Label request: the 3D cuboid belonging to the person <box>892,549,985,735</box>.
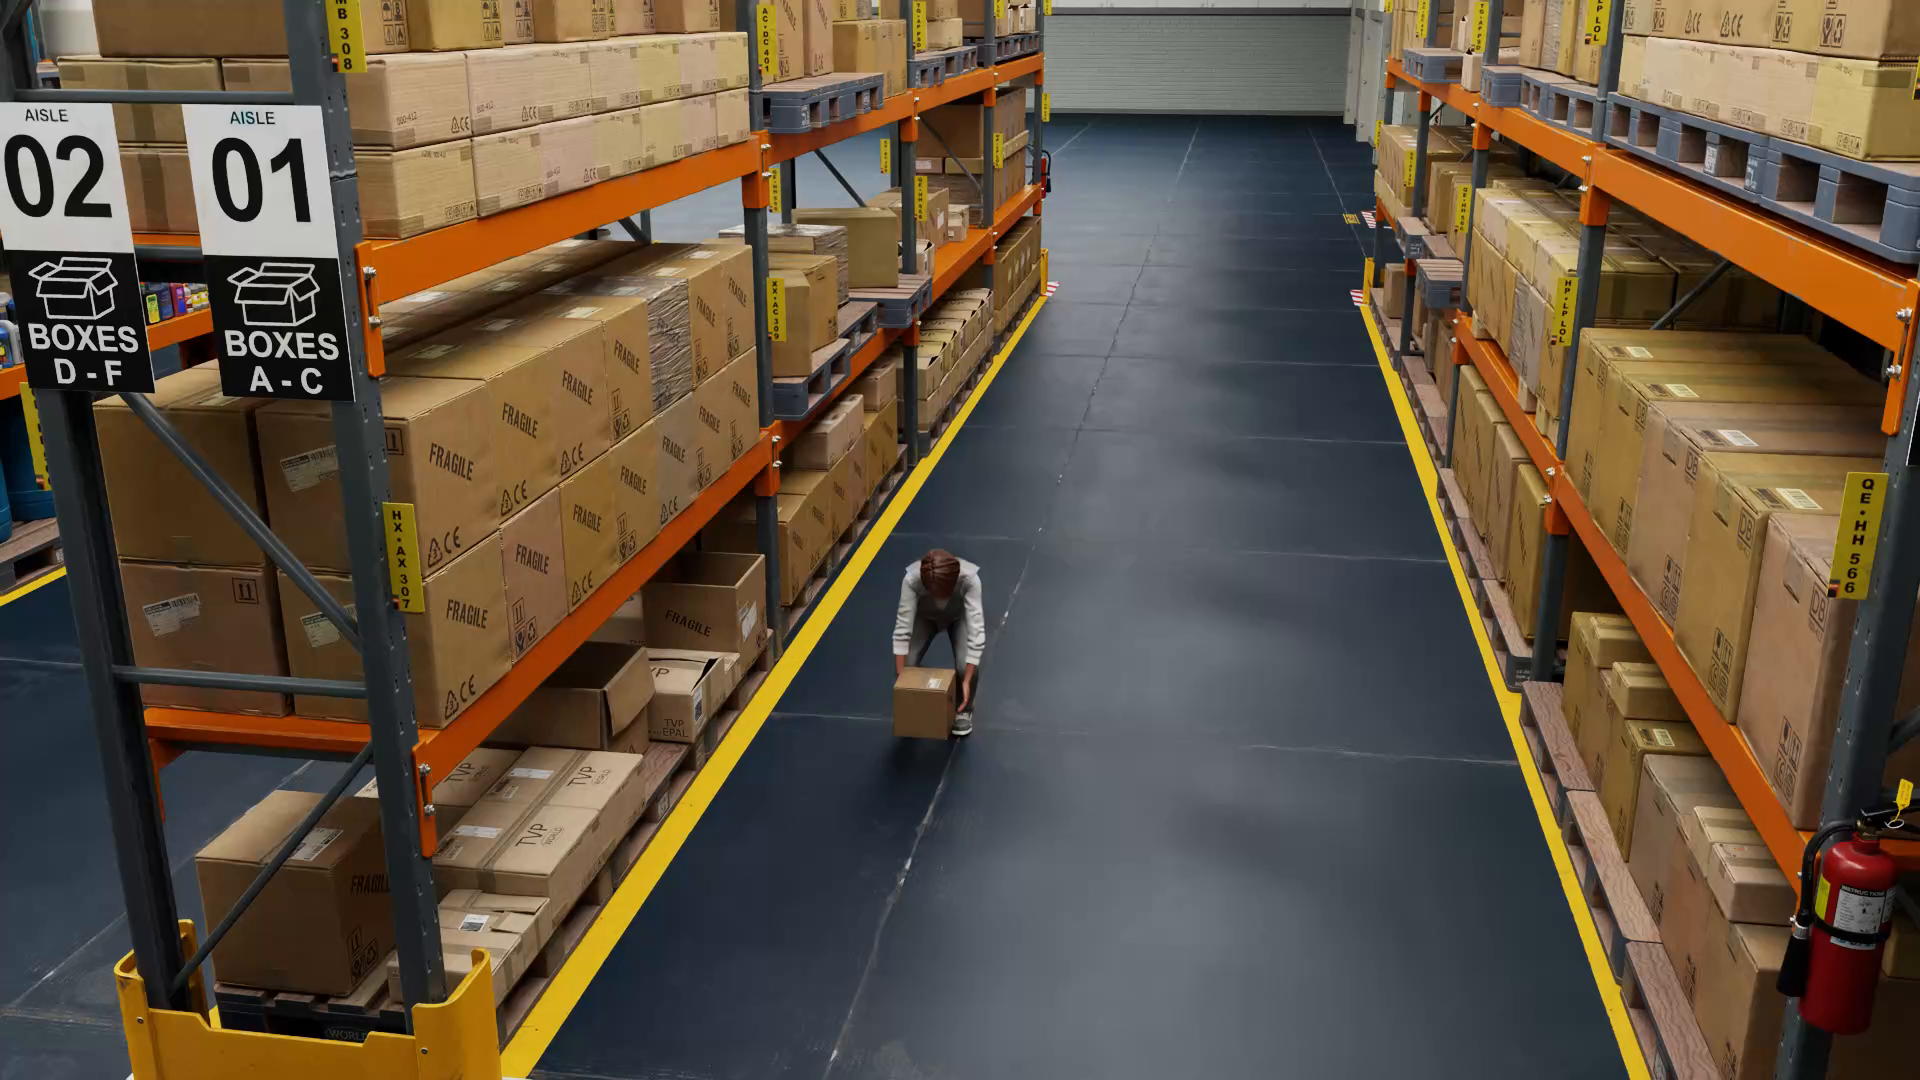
[{"bbox_3d":[-0.078,0.467,8.072,0.458,1.025,0.757,3,18,9],"label":"person"}]
